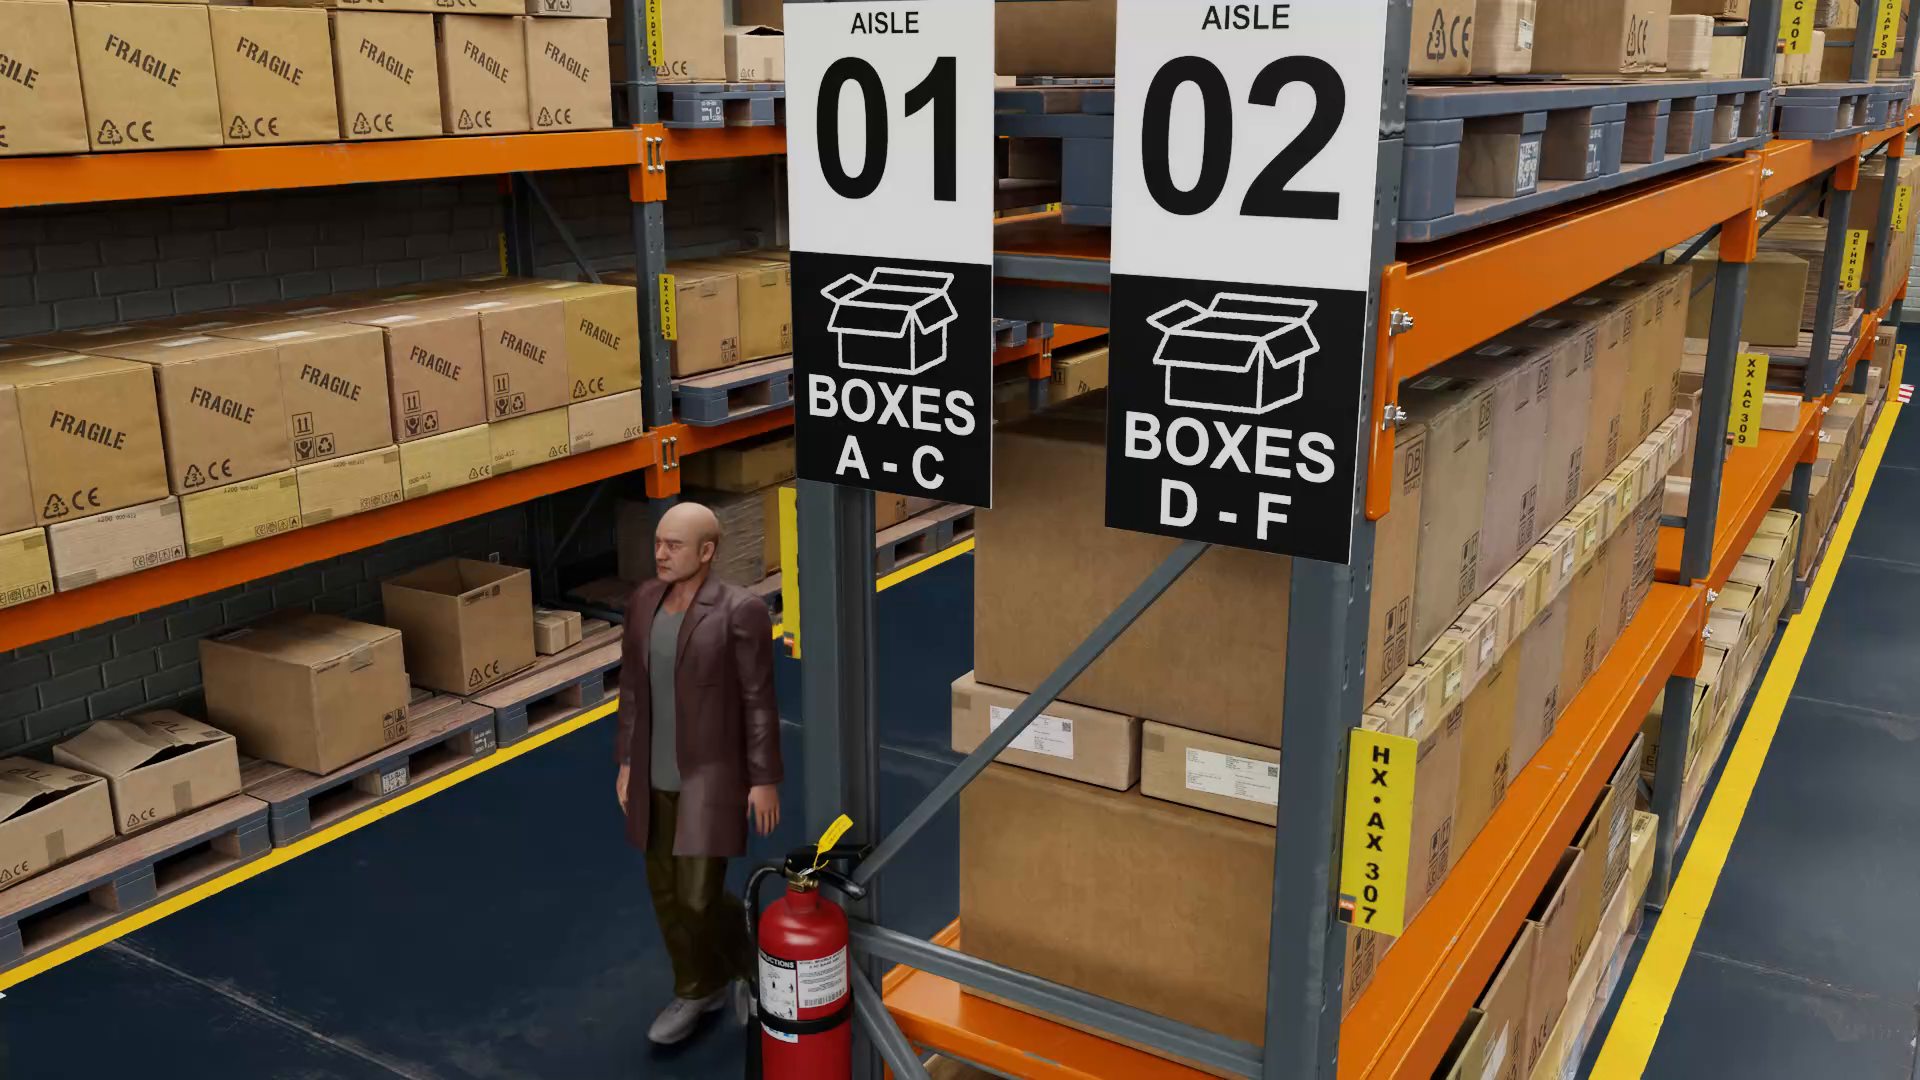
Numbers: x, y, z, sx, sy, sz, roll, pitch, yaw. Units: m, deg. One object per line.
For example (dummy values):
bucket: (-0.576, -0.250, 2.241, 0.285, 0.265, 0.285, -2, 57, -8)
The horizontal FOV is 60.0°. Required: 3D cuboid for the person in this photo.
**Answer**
person: (-0.853, 0.758, 5.298, 0.613, 1.782, 0.514, 9, 18, 29)
